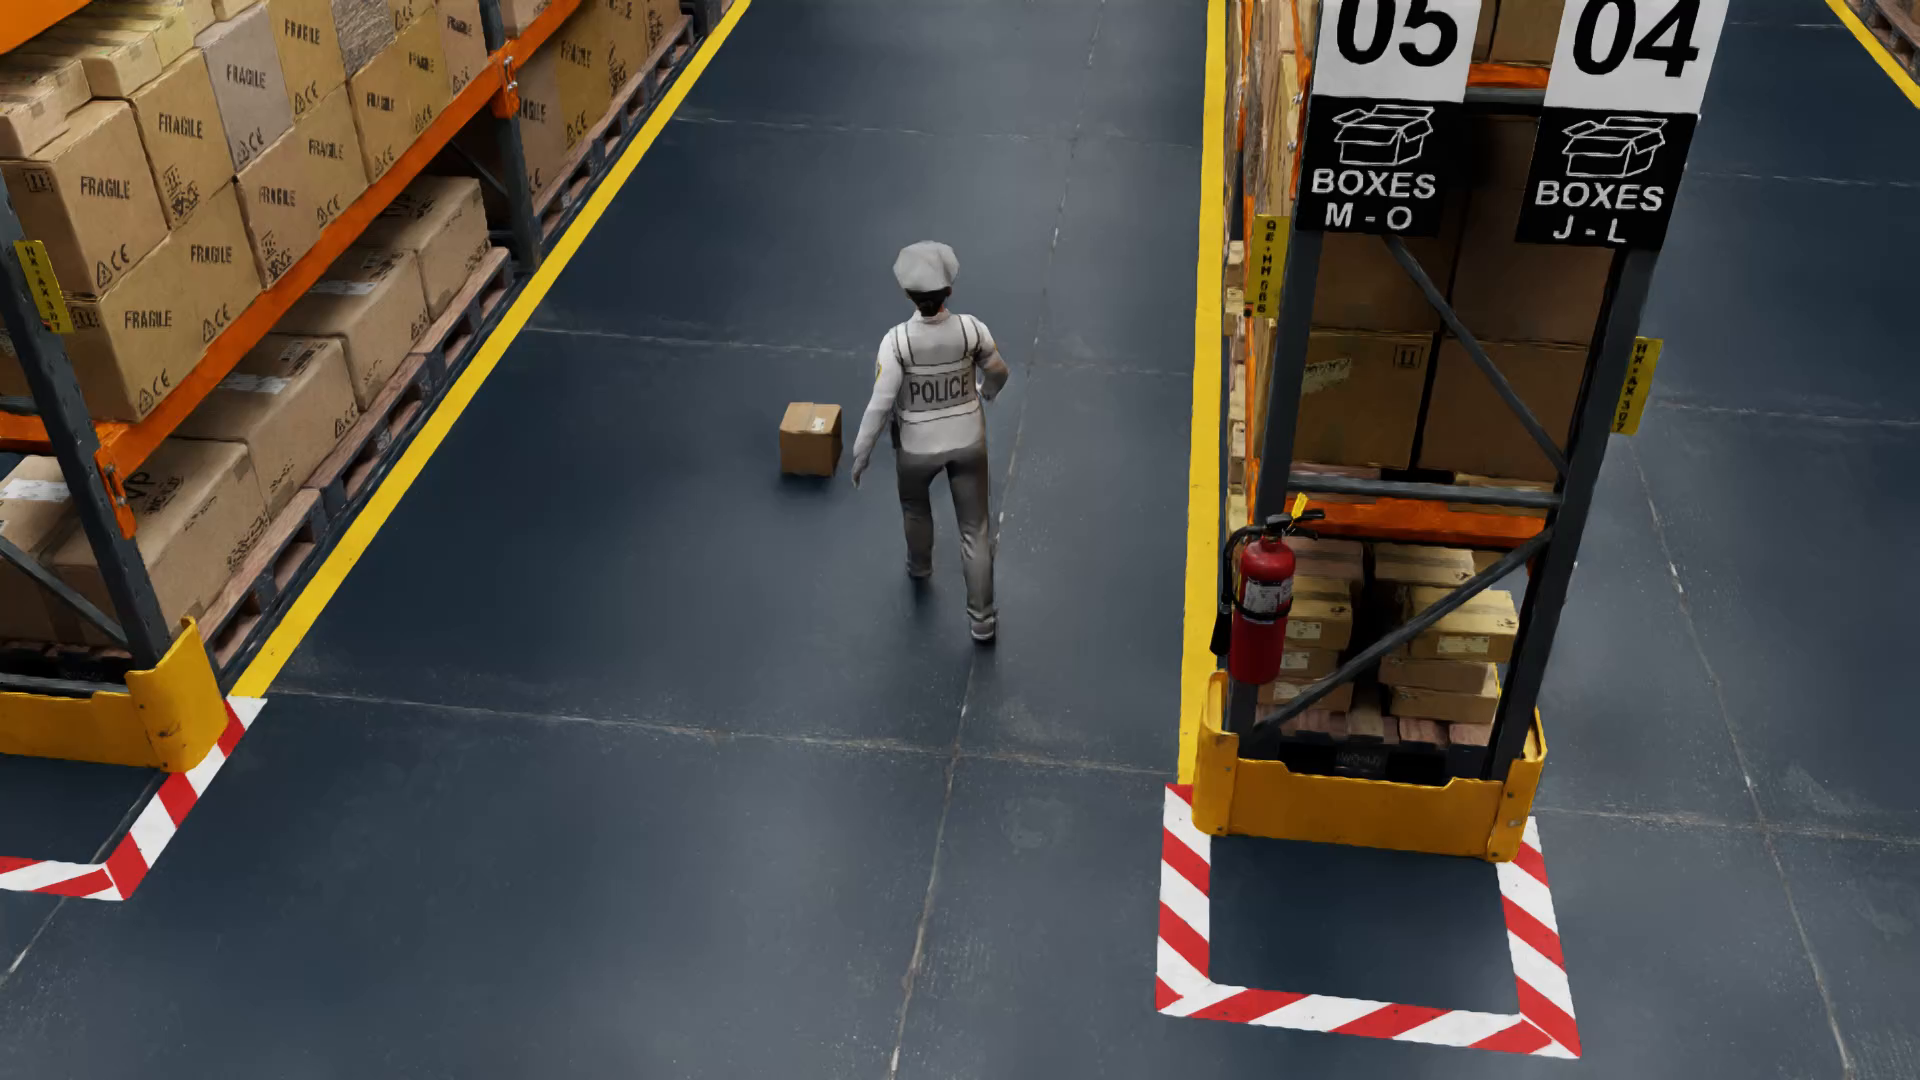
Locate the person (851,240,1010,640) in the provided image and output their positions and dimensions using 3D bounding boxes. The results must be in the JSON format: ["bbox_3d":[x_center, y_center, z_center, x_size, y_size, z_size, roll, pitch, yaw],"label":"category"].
[{"bbox_3d":[-0.124,-0.398,6.716,0.681,1.719,0.737,-8,37,-10],"label":"person"}]
